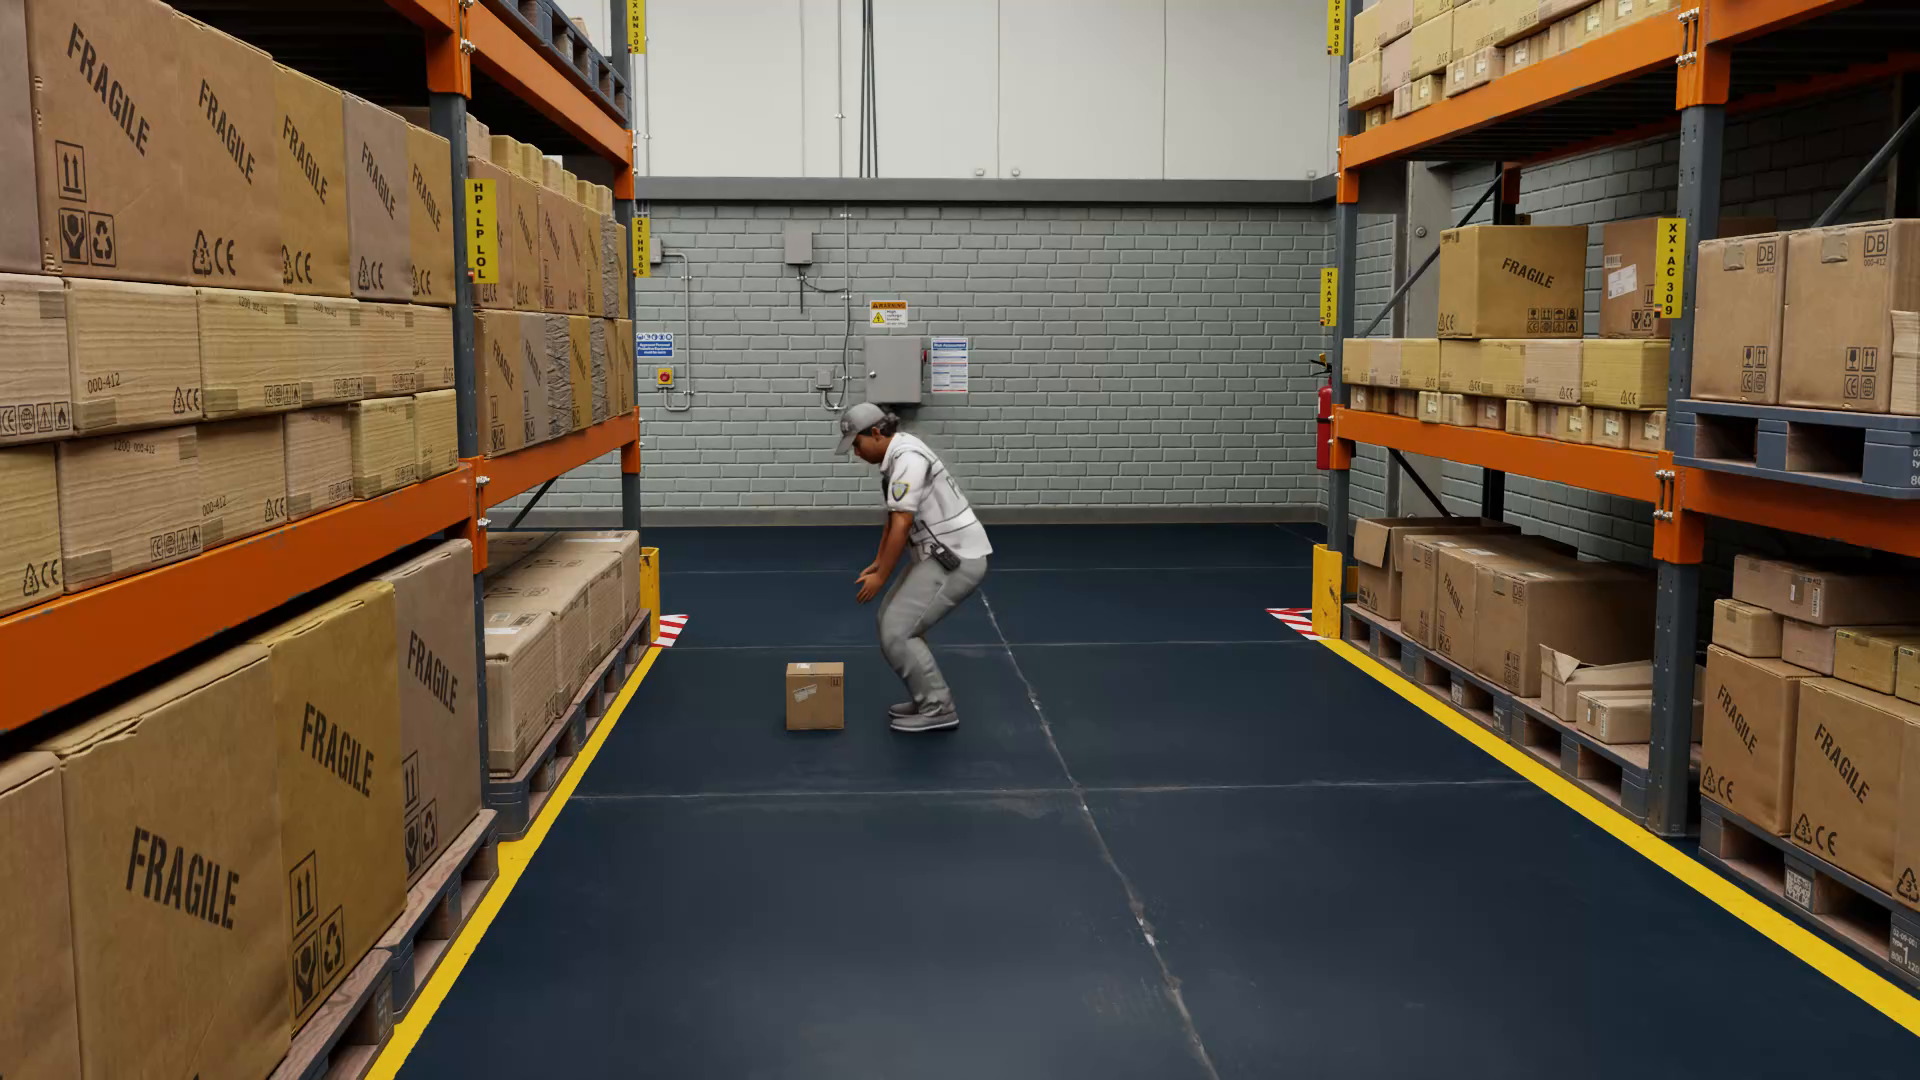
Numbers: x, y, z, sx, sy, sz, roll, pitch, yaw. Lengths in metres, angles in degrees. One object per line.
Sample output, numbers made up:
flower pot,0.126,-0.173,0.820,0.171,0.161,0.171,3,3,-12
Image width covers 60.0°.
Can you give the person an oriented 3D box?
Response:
person,-0.207,0.115,7.313,0.682,1.432,0.532,0,7,-3
